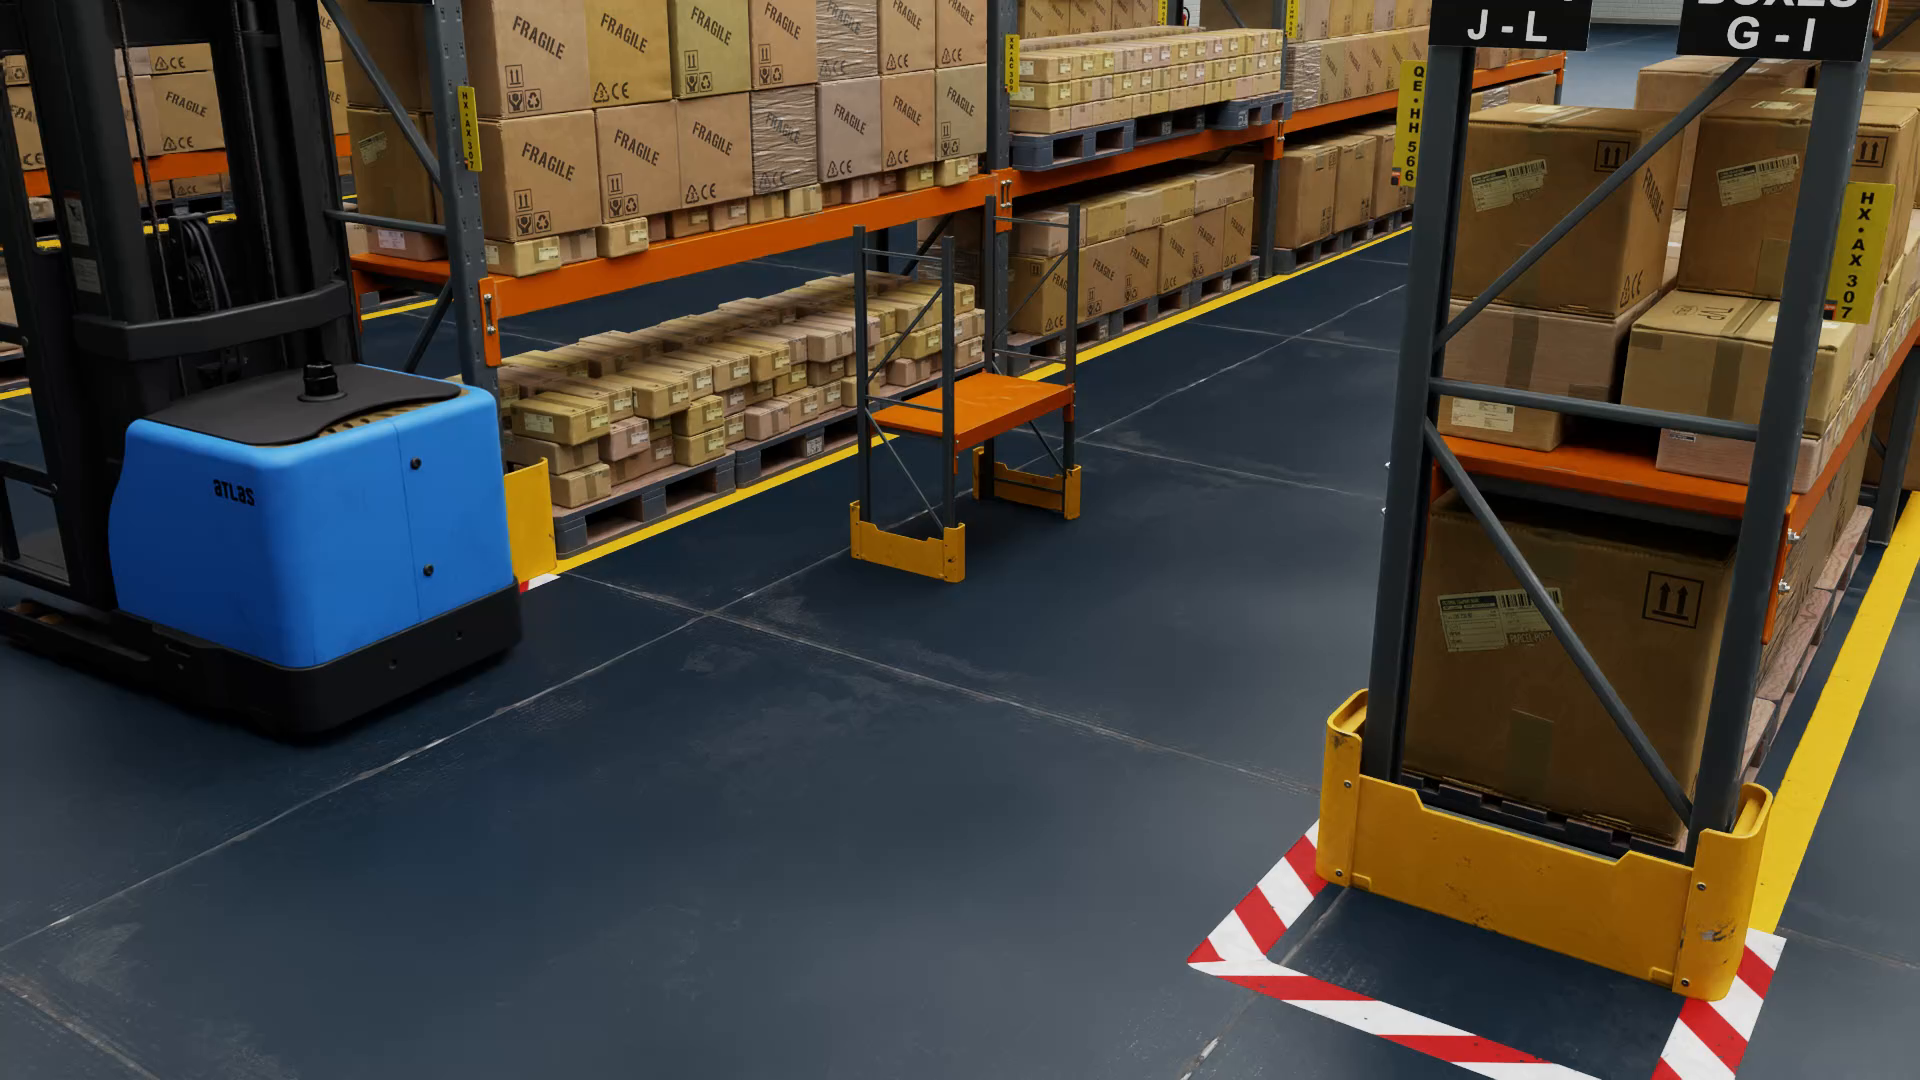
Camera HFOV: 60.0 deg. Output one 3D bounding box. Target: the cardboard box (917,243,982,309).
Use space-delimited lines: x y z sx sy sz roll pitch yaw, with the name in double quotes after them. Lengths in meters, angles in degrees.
0.057 -1.766 11.214 0.500 0.500 0.500 13 24 31 "cardboard box"

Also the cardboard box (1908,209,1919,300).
3.287 -1.080 6.148 0.500 0.250 0.500 14 24 33 "cardboard box"

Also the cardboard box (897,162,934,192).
-0.373 -2.075 9.412 0.380 0.149 0.250 14 25 34 "cardboard box"

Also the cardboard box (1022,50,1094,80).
0.602 -2.943 10.297 0.380 0.149 0.250 14 25 33 "cardboard box"

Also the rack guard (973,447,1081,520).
0.323 -0.282 8.167 0.587 0.250 0.087 13 24 32 "rack guard"

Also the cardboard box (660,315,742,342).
-1.416 -1.117 9.109 0.380 0.149 0.250 13 24 32 "cardboard box"

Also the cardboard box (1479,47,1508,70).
5.235 -5.248 17.414 0.875 0.550 0.550 13 24 32 "cardboard box"

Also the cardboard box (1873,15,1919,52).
4.246 -2.186 7.762 0.797 0.503 0.637 13 24 30 "cardboard box"

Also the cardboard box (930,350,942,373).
-0.305 -1.103 9.927 0.380 0.149 0.250 14 25 33 "cardboard box"

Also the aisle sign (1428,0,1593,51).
1.357 -1.593 4.002 0.394 0.787 0.004 13 24 32 "aisle sign"

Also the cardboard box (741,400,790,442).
-1.116 -0.642 8.682 0.380 0.149 0.250 12 23 29 "cardboard box"

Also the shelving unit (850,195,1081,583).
0.043 -0.725 7.564 0.587 1.500 1.083 13 24 32 "shelving unit"

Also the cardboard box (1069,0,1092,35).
1.229 -6.260 19.793 0.500 0.500 0.500 13 24 31 "cardboard box"

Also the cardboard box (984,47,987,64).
0.063 -3.069 10.637 0.380 0.149 0.250 12 24 30 "cardboard box"

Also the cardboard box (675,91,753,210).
-1.353 -1.891 7.980 0.500 0.500 0.500 14 24 33 "cardboard box"

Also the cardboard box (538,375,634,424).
-1.769 -0.658 7.867 0.380 0.149 0.250 14 24 33 "cardboard box"

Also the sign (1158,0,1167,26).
1.636 -4.278 13.339 0.100 0.325 0.005 13 24 32 "sign"

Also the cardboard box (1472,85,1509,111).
5.261 -4.402 17.800 0.875 0.875 0.875 13 24 32 "cardboard box"

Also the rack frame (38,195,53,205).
-8.409 -4.384 15.292 1.000 3.000 0.127 13 24 32 "rack frame"

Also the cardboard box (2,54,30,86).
-5.760 -3.017 10.011 0.500 0.500 0.500 13 24 30 "cardboard box"

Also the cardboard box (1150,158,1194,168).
1.510 -2.854 13.073 0.500 0.250 0.500 12 23 29 "cardboard box"

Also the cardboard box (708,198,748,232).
-1.275 -1.631 8.213 0.380 0.149 0.250 13 24 31 "cardboard box"

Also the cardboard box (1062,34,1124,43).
0.940 -3.514 11.840 0.380 0.149 0.250 14 25 33 "cardboard box"

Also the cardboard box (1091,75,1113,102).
0.739 -2.871 10.531 0.380 0.149 0.250 14 24 33 "cardboard box"

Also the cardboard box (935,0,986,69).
-0.192 -2.948 9.397 0.500 0.500 0.500 12 24 30 "cardboard box"

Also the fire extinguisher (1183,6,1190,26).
2.889 -6.766 21.845 0.296 0.674 0.183 13 24 32 "fire extinguisher"

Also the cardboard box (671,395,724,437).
-1.394 -0.640 8.246 0.380 0.149 0.250 14 25 33 "cardboard box"

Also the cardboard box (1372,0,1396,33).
3.500 -4.855 14.981 0.700 0.500 0.500 14 24 32 "cardboard box"

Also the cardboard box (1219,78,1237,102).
1.772 -3.260 12.012 0.380 0.149 0.250 13 24 31 "cardboard box"

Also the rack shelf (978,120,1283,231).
0.973 -2.717 11.823 1.077 0.370 4.000 13 24 32 "rack shelf"

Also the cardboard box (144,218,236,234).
-5.246 -1.996 11.925 0.875 0.438 0.875 12 24 30 "cardboard box"

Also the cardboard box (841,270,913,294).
-0.516 -1.561 10.307 0.380 0.149 0.250 14 25 34 "cardboard box"

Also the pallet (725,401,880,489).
-1.185 -0.621 9.141 1.003 0.211 1.213 13 24 32 "pallet"

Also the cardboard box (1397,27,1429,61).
3.990 -4.476 15.397 0.500 0.500 0.500 13 24 31 "cardboard box"

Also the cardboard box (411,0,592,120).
-1.928 -2.065 7.010 0.500 0.500 0.500 13 24 31 "cardboard box"

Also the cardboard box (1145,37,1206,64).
1.472 -3.386 11.493 0.380 0.149 0.250 15 25 34 "cardboard box"

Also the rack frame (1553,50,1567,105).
6.595 -5.923 19.455 1.000 3.000 0.127 13 24 32 "rack frame"

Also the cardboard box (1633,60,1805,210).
2.842 -1.527 6.277 0.500 0.500 0.500 12 24 30 "cardboard box"

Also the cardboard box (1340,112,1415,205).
4.071 -3.722 16.141 1.050 0.750 0.750 13 24 32 "cardboard box"

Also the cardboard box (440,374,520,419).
-2.312 -0.673 7.907 0.380 0.149 0.250 14 24 32 "cardboard box"

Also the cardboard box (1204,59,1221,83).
1.619 -3.321 11.746 0.380 0.149 0.250 13 24 31 "cardboard box"

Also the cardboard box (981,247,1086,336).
0.484 -1.665 10.941 0.500 0.500 0.500 14 25 34 "cardboard box"

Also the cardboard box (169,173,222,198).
-7.660 -3.658 16.328 0.500 0.500 0.500 13 24 31 "cardboard box"

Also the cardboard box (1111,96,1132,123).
0.887 -2.806 10.785 0.380 0.149 0.250 14 24 32 "cardboard box"

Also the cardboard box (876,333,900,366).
-0.565 -1.114 9.529 0.380 0.149 0.250 14 24 32 "cardboard box"

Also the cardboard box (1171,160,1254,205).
1.930 -2.757 12.811 0.500 0.250 0.500 13 24 31 "cardboard box"

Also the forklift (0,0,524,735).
-3.232 -1.060 6.405 3.031 2.935 1.130 12 24 30 "forklift"

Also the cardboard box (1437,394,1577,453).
1.573 -0.385 4.844 0.380 0.149 0.250 14 24 33 "cardboard box"

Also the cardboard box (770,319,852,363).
-0.808 -1.078 9.002 0.380 0.149 0.250 12 24 30 "cardboard box"

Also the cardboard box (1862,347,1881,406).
2.694 -0.551 5.294 0.380 0.149 0.250 13 24 31 "cardboard box"

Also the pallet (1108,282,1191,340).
0.970 -1.748 12.185 1.003 0.211 1.213 13 24 32 "pallet"
